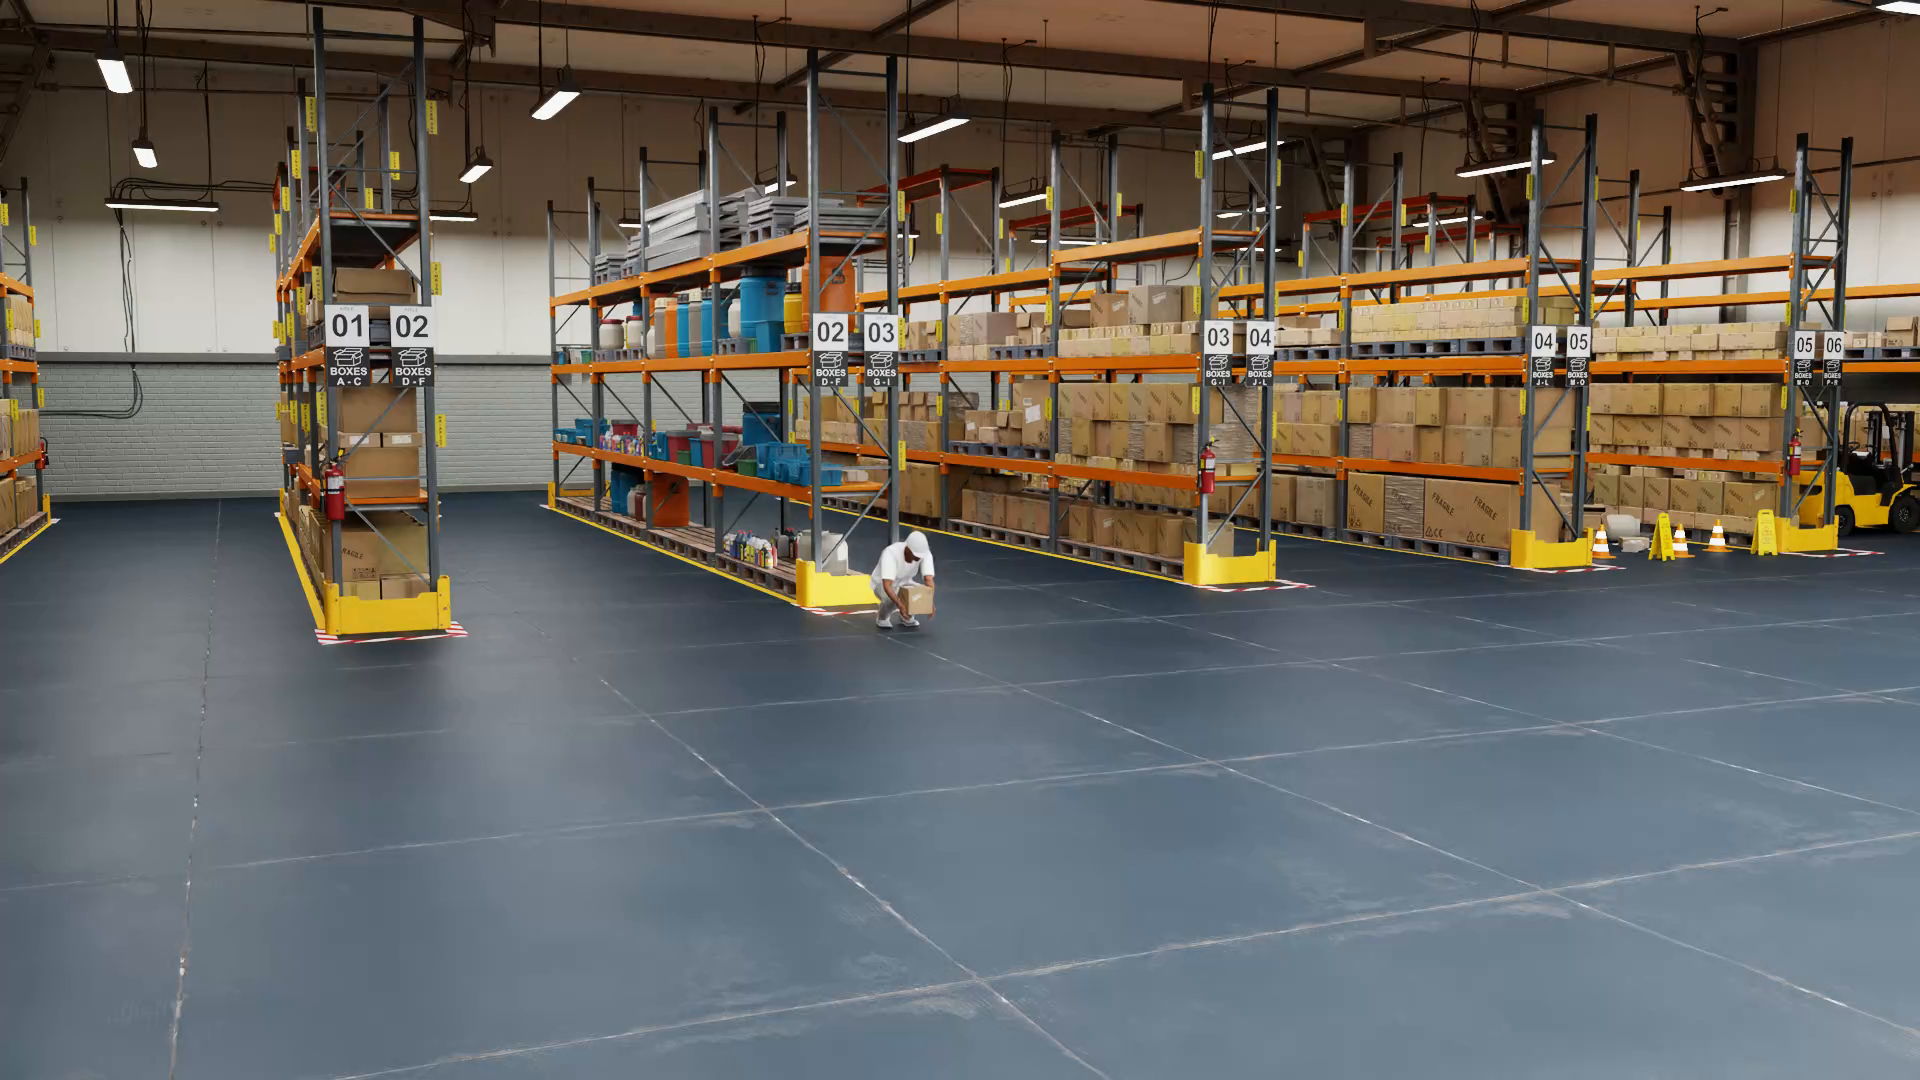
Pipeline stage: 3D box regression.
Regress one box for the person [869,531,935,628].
[{"bbox_3d":[-0.559,0.391,16.631,0.583,0.998,0.887,-2,6,-24],"label":"person"}]
